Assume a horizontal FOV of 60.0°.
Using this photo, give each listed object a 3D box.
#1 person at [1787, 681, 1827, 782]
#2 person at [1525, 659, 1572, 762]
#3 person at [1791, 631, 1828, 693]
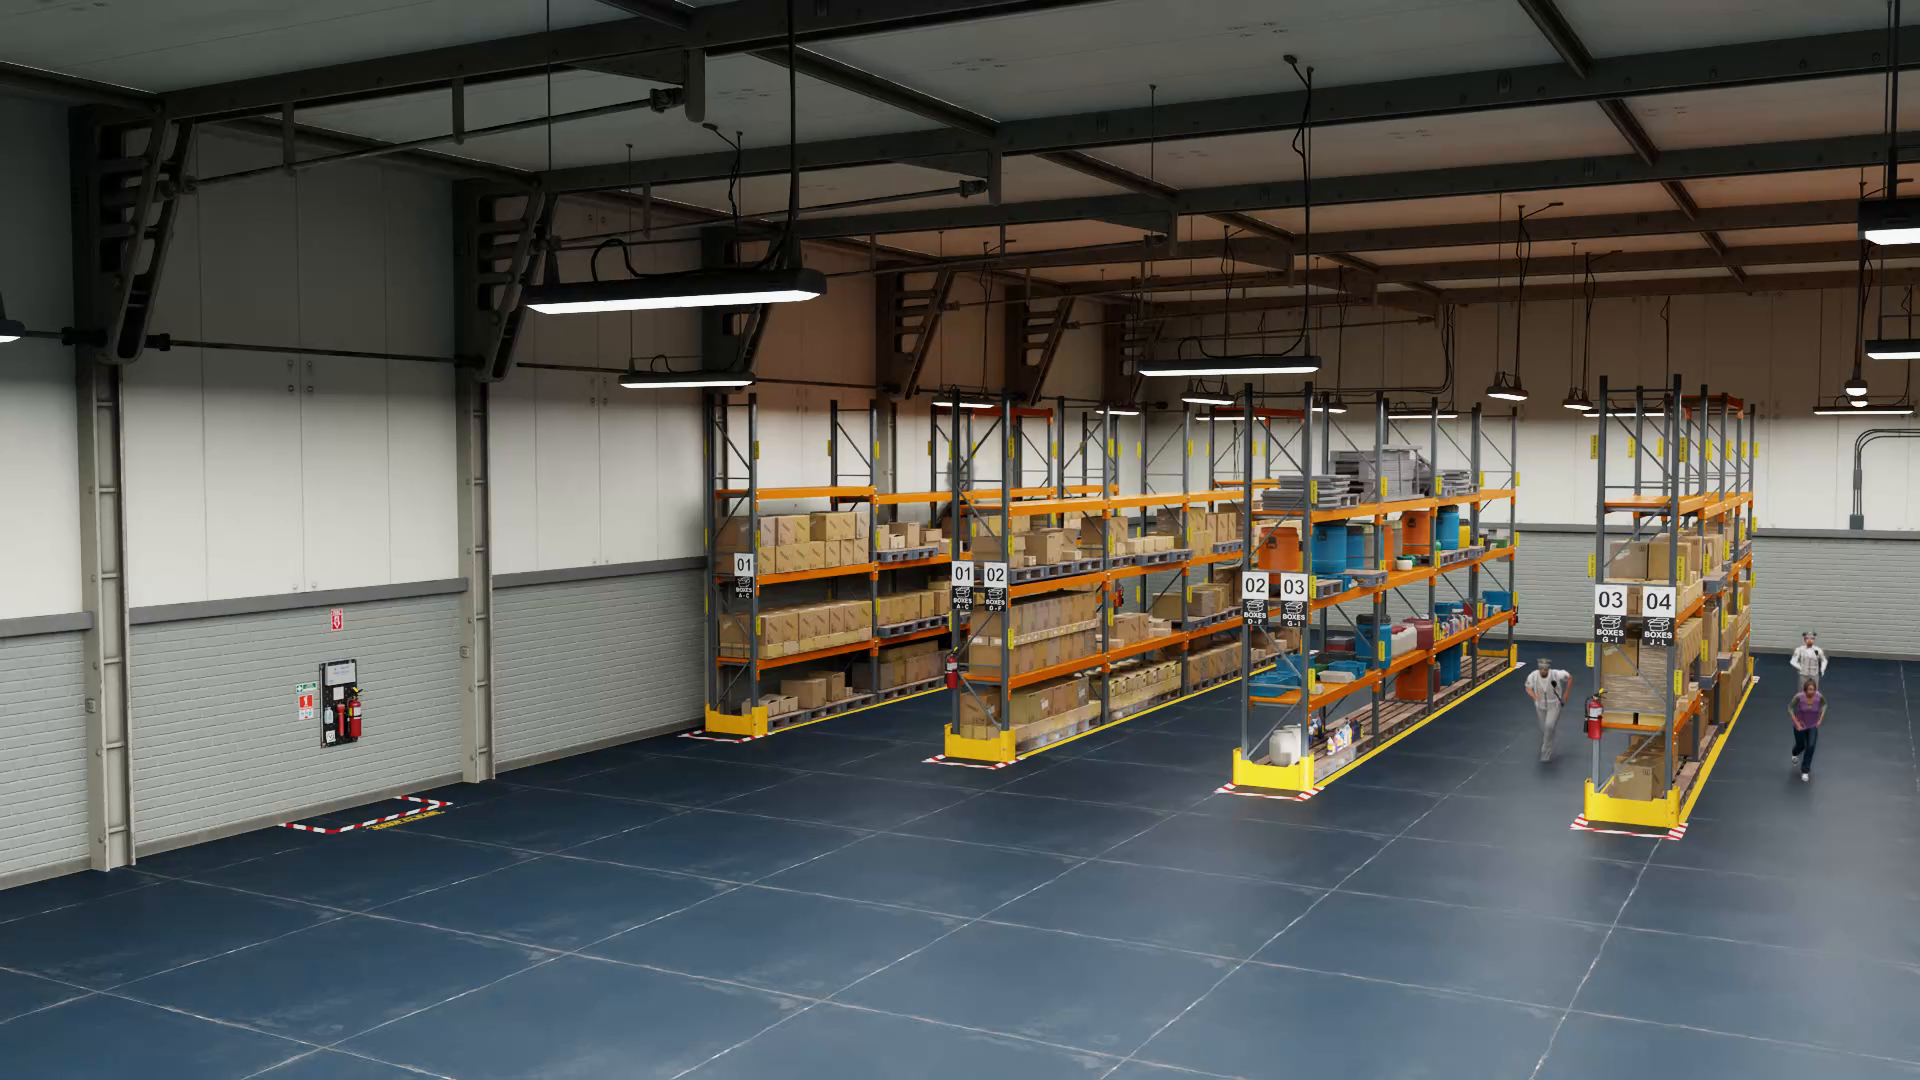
[{"bbox_3d":[12.921,2.881,25.456,0.559,1.549,0.895,1,3,10],"label":"person"},{"bbox_3d":[9.583,2.746,27.042,0.707,1.721,1.018,2,4,30],"label":"person"},{"bbox_3d":[15.739,2.506,30.819,0.625,1.654,0.724,1,3,23],"label":"person"}]
